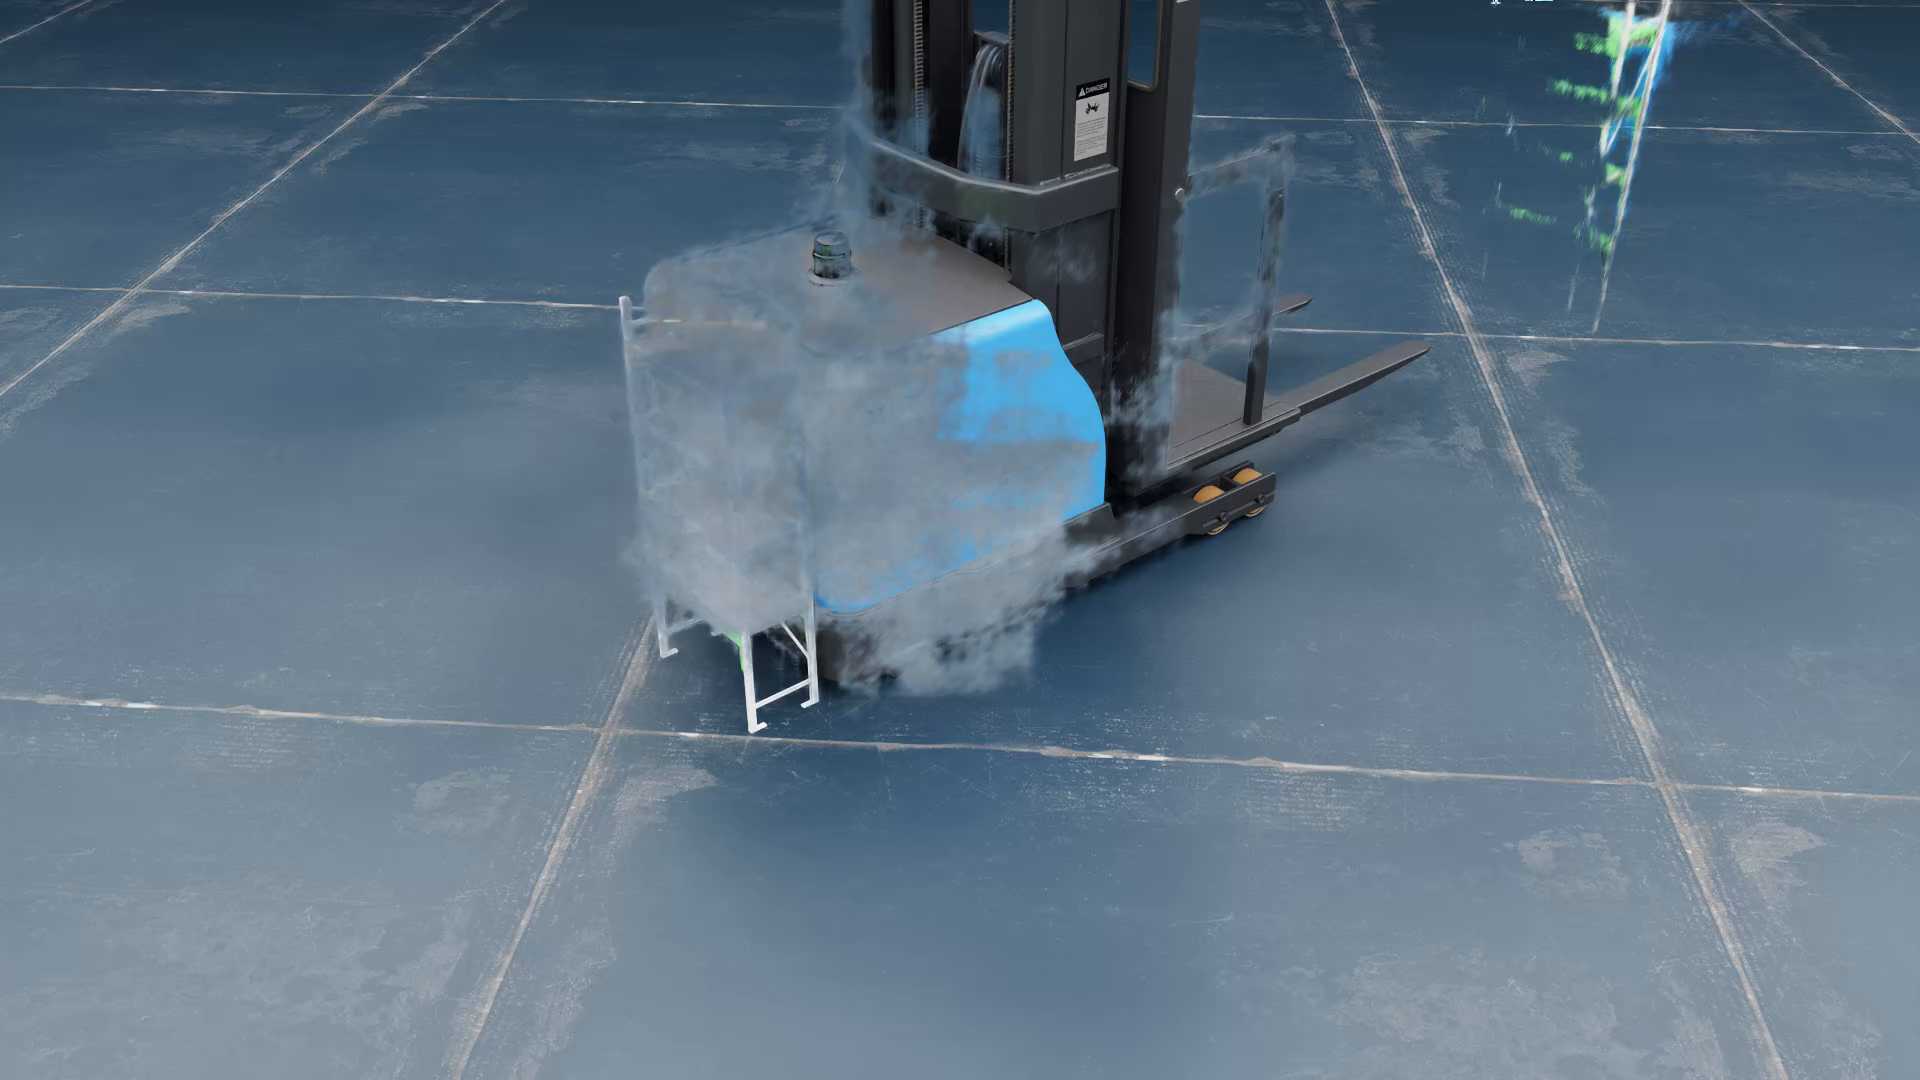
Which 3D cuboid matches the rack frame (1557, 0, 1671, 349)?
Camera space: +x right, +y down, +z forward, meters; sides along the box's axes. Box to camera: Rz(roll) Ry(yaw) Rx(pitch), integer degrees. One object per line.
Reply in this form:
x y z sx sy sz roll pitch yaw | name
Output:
-0.518 0.009 4.592 0.240 1.200 0.015 -24 39 -33 | rack frame

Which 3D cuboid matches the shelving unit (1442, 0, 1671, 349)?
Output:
-0.675 -0.089 4.751 0.258 1.200 0.503 -24 39 -33 | shelving unit

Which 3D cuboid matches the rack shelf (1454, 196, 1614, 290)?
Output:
-0.676 0.170 4.910 0.258 0.148 0.480 -24 39 -33 | rack shelf

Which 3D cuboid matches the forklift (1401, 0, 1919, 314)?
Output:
0.487 -1.458 5.322 3.031 2.935 1.130 -23 39 -33 | forklift

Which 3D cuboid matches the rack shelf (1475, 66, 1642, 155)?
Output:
-0.675 -0.239 4.658 0.258 0.148 0.480 -24 39 -33 | rack shelf

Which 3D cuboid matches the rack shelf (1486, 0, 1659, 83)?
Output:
-0.675 -0.443 4.533 0.258 0.148 0.480 -24 39 -33 | rack shelf

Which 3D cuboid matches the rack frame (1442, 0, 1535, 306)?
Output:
-0.832 -0.187 4.910 0.240 1.200 0.015 -24 39 -33 | rack frame

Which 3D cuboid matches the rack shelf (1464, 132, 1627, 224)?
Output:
-0.675 -0.035 4.784 0.258 0.148 0.480 -24 39 -33 | rack shelf
